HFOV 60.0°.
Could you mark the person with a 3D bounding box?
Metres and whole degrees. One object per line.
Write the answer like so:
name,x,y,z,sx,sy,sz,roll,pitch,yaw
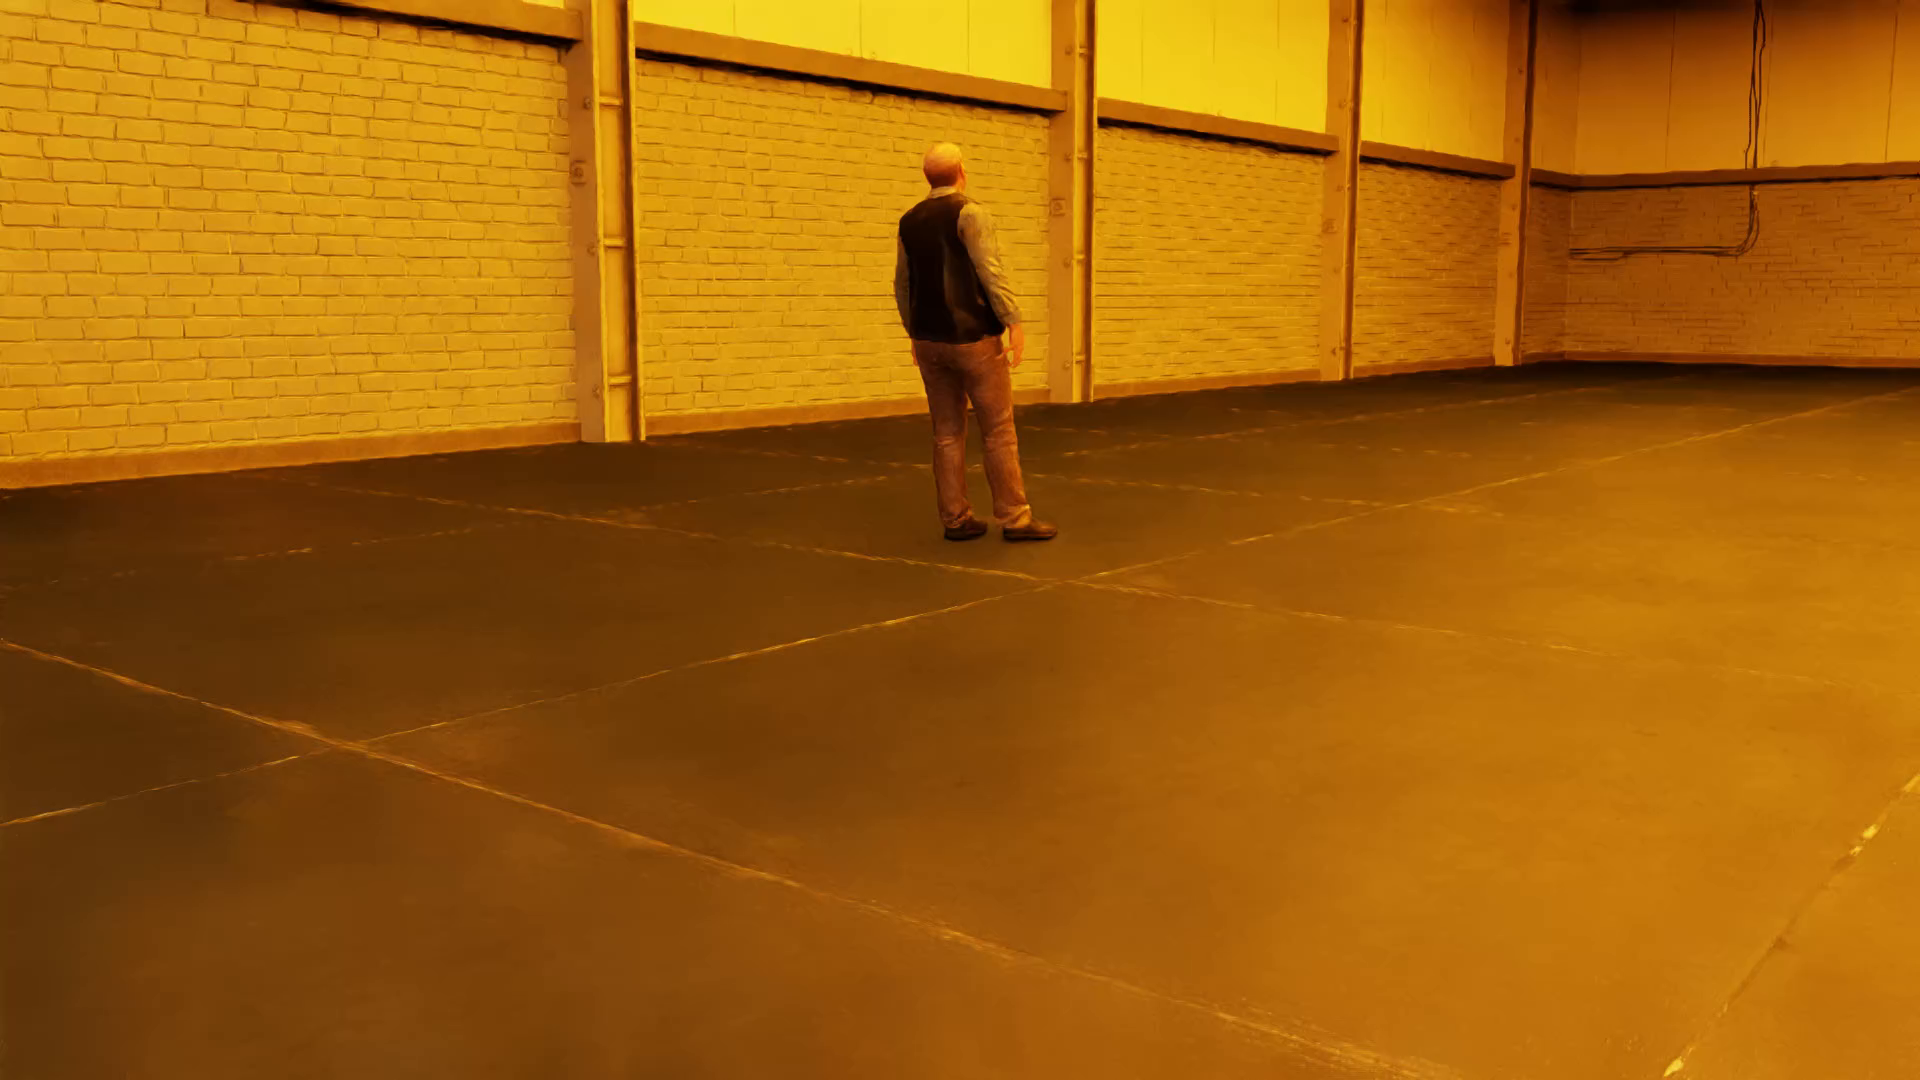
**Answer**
person,0.046,-0.865,7.322,0.632,1.720,0.567,7,11,38
